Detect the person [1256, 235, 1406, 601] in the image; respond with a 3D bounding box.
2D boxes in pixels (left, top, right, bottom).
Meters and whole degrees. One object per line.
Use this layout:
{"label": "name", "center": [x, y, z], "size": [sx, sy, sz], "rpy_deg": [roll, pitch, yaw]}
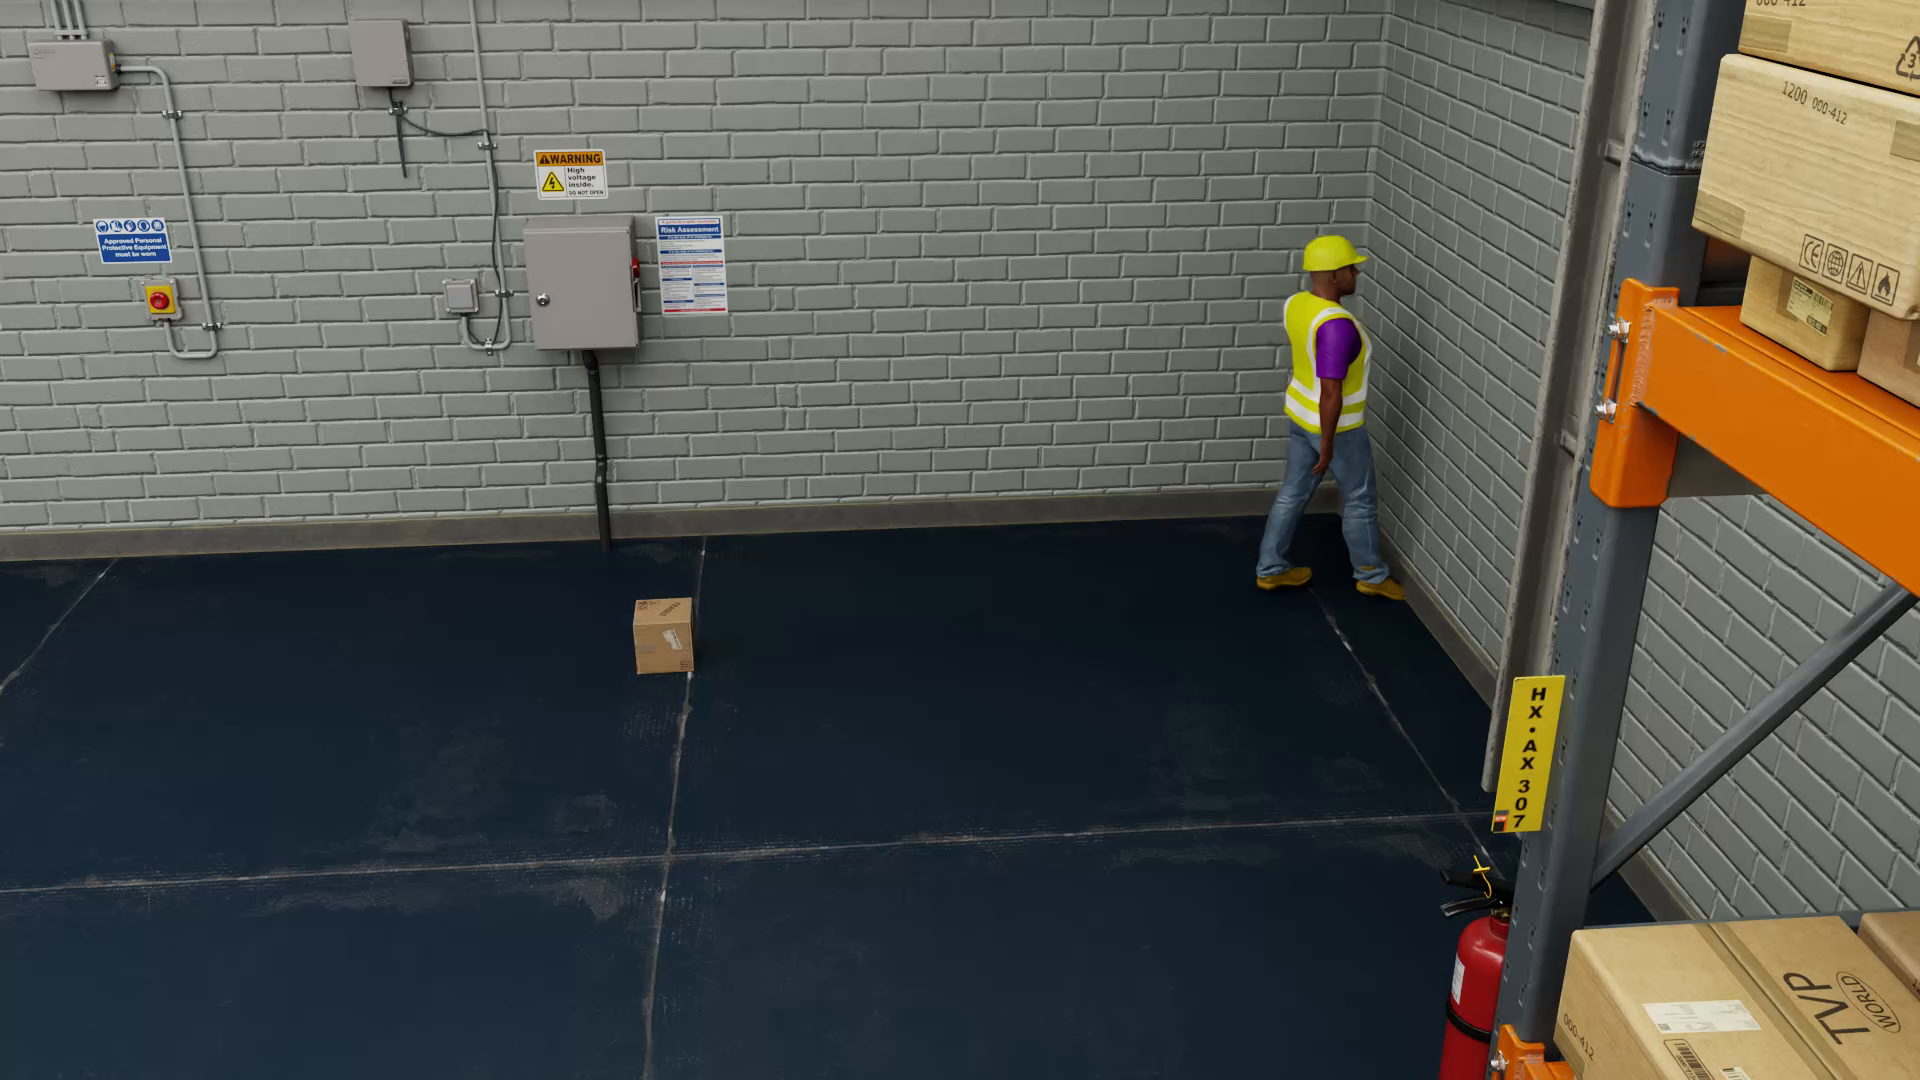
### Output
{"label": "person", "center": [1.817, -0.570, 7.858], "size": [0.756, 1.769, 0.578], "rpy_deg": [-7, 25, -16]}
